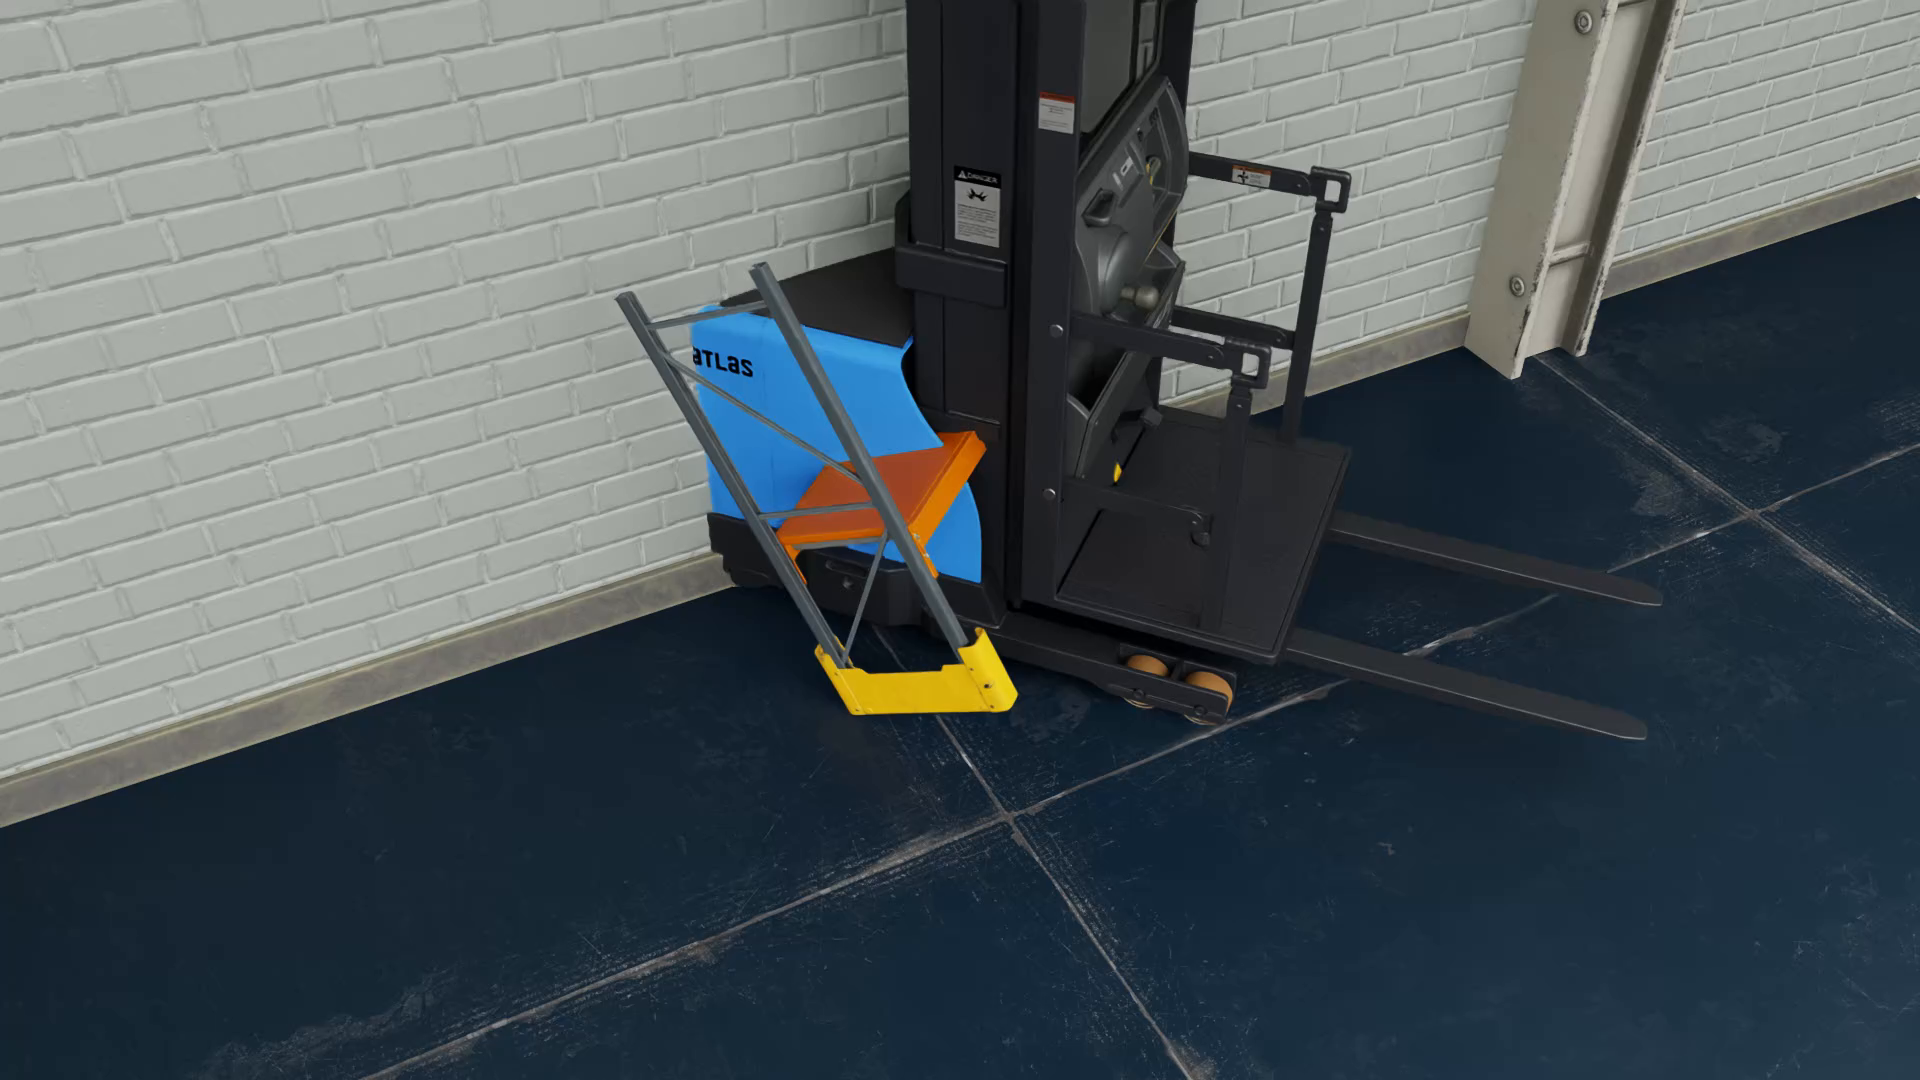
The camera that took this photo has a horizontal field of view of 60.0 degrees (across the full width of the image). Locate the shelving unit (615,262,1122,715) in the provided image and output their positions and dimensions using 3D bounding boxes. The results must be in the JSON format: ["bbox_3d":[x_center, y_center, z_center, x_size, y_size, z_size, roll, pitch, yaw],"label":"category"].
[{"bbox_3d":[-0.190,-0.404,4.943,0.587,1.500,1.083,-5,36,33],"label":"shelving unit"}]

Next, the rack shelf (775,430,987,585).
[{"bbox_3d":[-0.122,-0.259,5.026,0.538,0.185,1.000,-5,36,33],"label":"rack shelf"}]

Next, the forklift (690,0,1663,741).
[{"bbox_3d":[0.672,-0.944,4.597,3.031,2.935,1.130,15,42,17],"label":"forklift"}]

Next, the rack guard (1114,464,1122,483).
[{"bbox_3d":[0.252,-0.234,5.587,0.587,0.250,0.087,-5,36,33],"label":"rack guard"}]

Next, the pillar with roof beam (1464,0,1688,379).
[{"bbox_3d":[4.240,-1.741,0.841,0.400,9.000,9.100,-19,44,-21],"label":"pillar with roof beam"}]

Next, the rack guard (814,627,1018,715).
[{"bbox_3d":[-0.135,0.393,4.917,0.587,0.250,0.087,-5,36,33],"label":"rack guard"}]

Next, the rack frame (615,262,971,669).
[{"bbox_3d":[-0.391,-0.078,4.595,0.500,1.500,0.032,-5,36,33],"label":"rack frame"}]
